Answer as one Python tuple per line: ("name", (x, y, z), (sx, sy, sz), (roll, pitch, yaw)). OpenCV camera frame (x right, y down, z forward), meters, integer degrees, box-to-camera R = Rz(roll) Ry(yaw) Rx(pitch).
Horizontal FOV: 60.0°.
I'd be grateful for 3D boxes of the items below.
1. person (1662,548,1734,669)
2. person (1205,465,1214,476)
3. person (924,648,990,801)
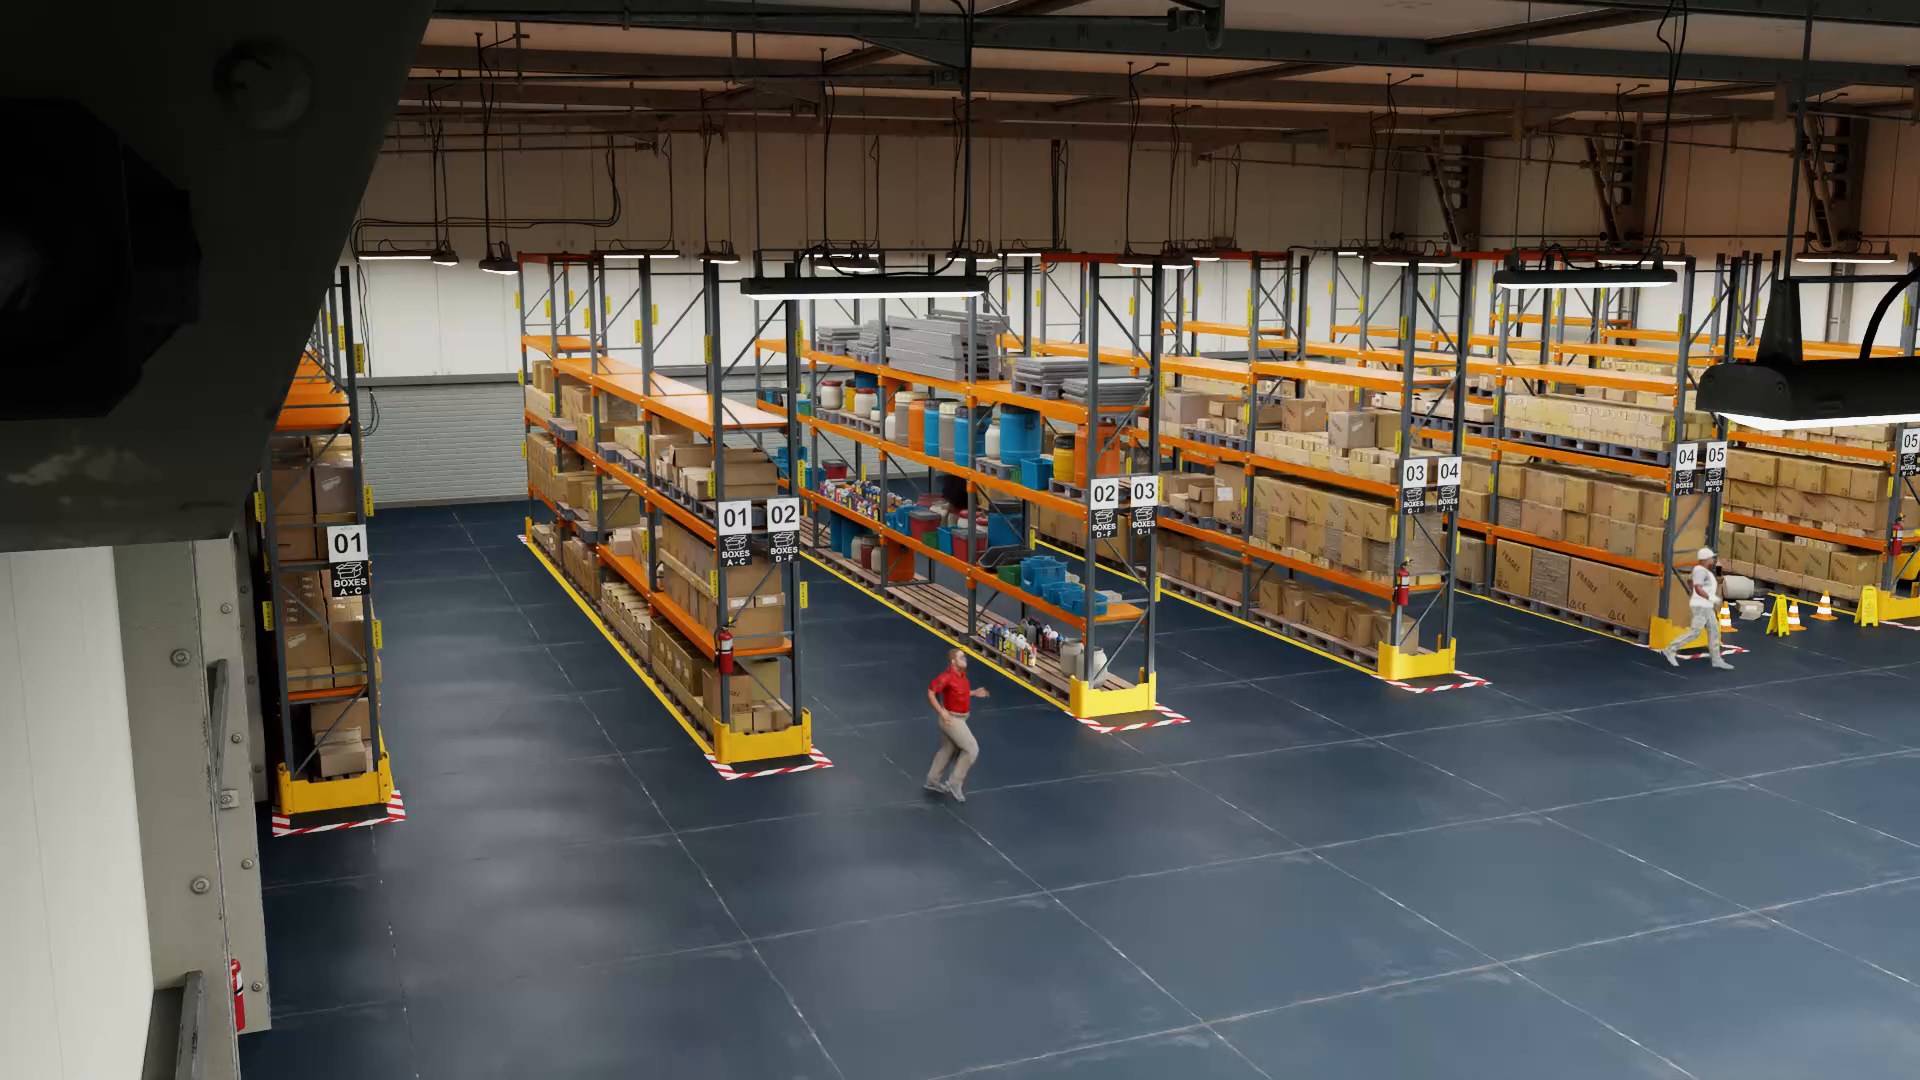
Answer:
("person", (10.990, 0.995, 24.596), (0.987, 1.753, 0.724), (5, 12, 26))
("person", (6.482, -2.179, 42.292), (0.821, 1.720, 0.669), (-4, 11, -22))
("person", (-0.037, 2.099, 18.935), (0.737, 1.783, 0.626), (1, 10, 7))
